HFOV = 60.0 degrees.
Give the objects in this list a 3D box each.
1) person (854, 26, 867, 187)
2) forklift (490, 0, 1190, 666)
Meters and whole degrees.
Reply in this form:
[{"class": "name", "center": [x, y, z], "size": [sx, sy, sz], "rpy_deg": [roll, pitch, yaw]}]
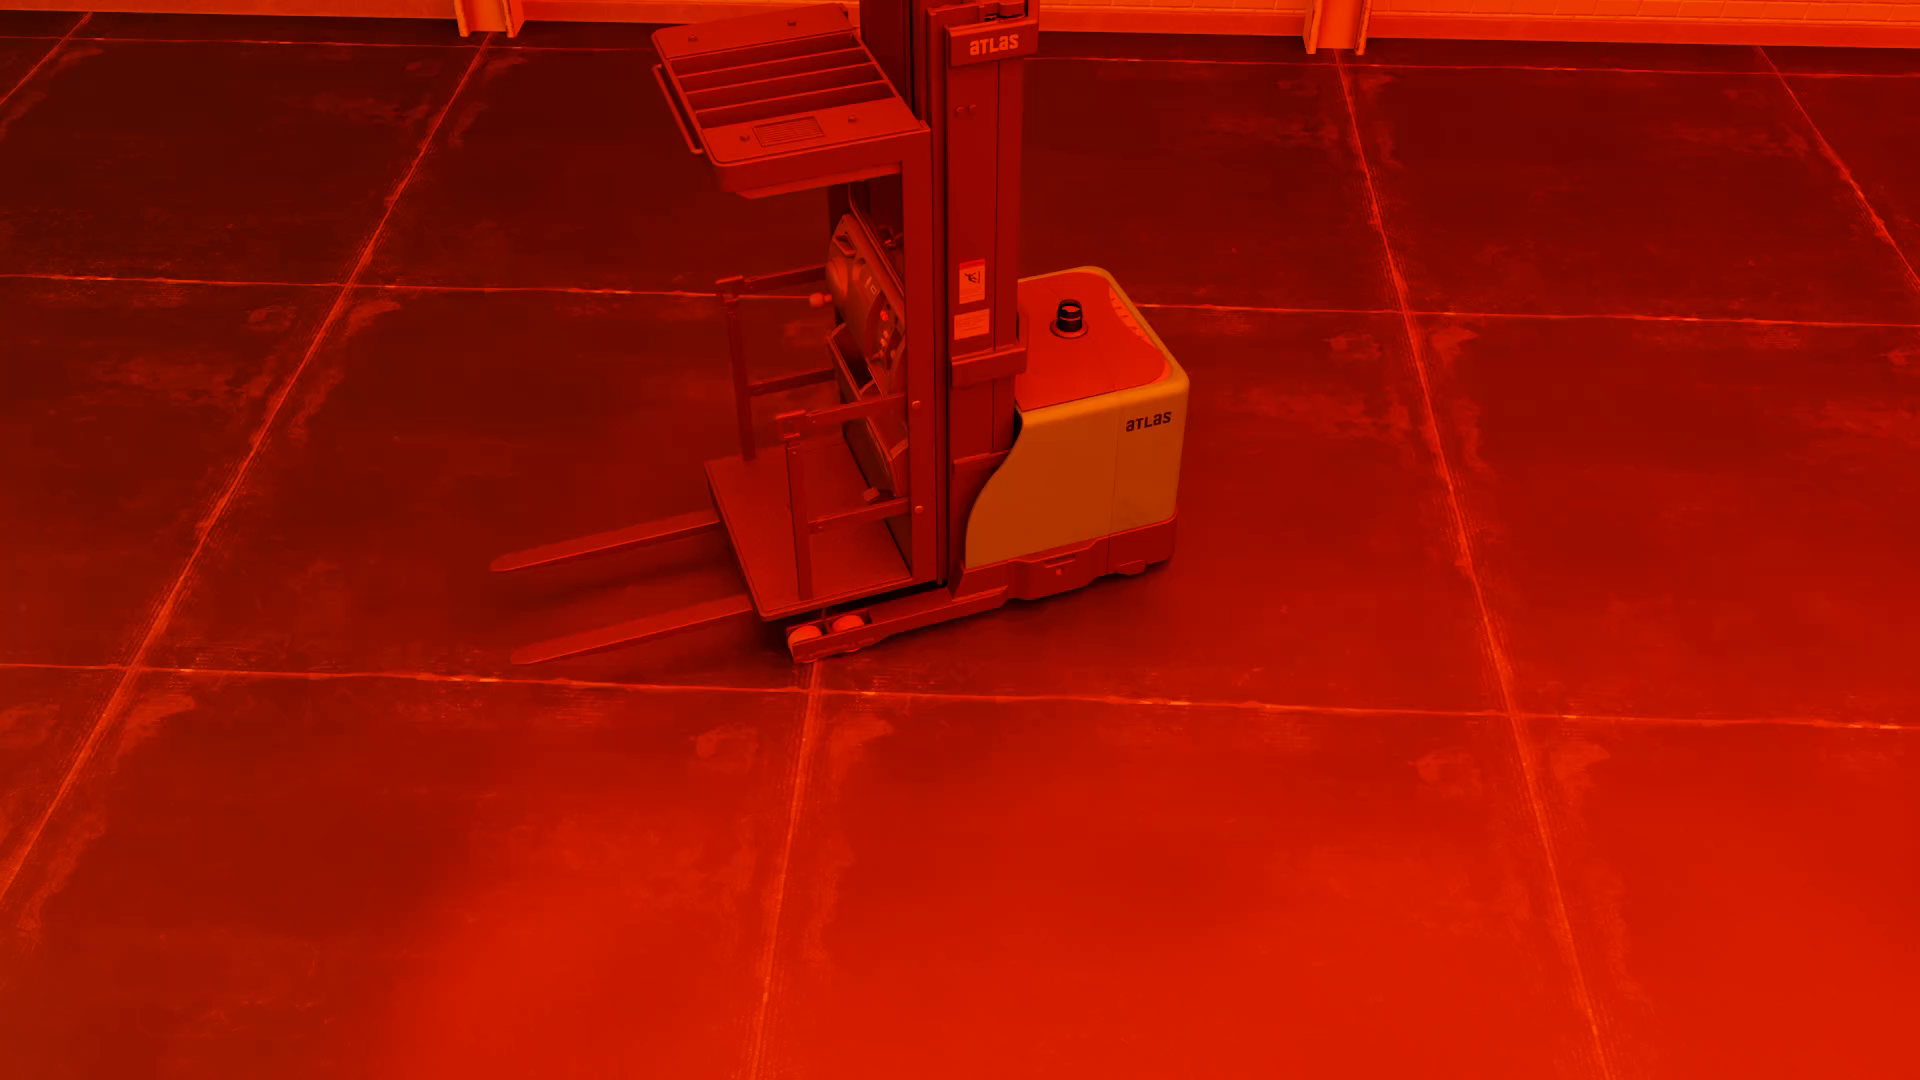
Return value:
[{"class": "person", "center": [-0.336, -1.999, 8.911], "size": [0.475, 1.597, 0.521], "rpy_deg": [-5, 43, -6]}, {"class": "forklift", "center": [-0.573, -0.945, 6.778], "size": [3.031, 2.935, 1.130], "rpy_deg": [-13, 44, -14]}]
